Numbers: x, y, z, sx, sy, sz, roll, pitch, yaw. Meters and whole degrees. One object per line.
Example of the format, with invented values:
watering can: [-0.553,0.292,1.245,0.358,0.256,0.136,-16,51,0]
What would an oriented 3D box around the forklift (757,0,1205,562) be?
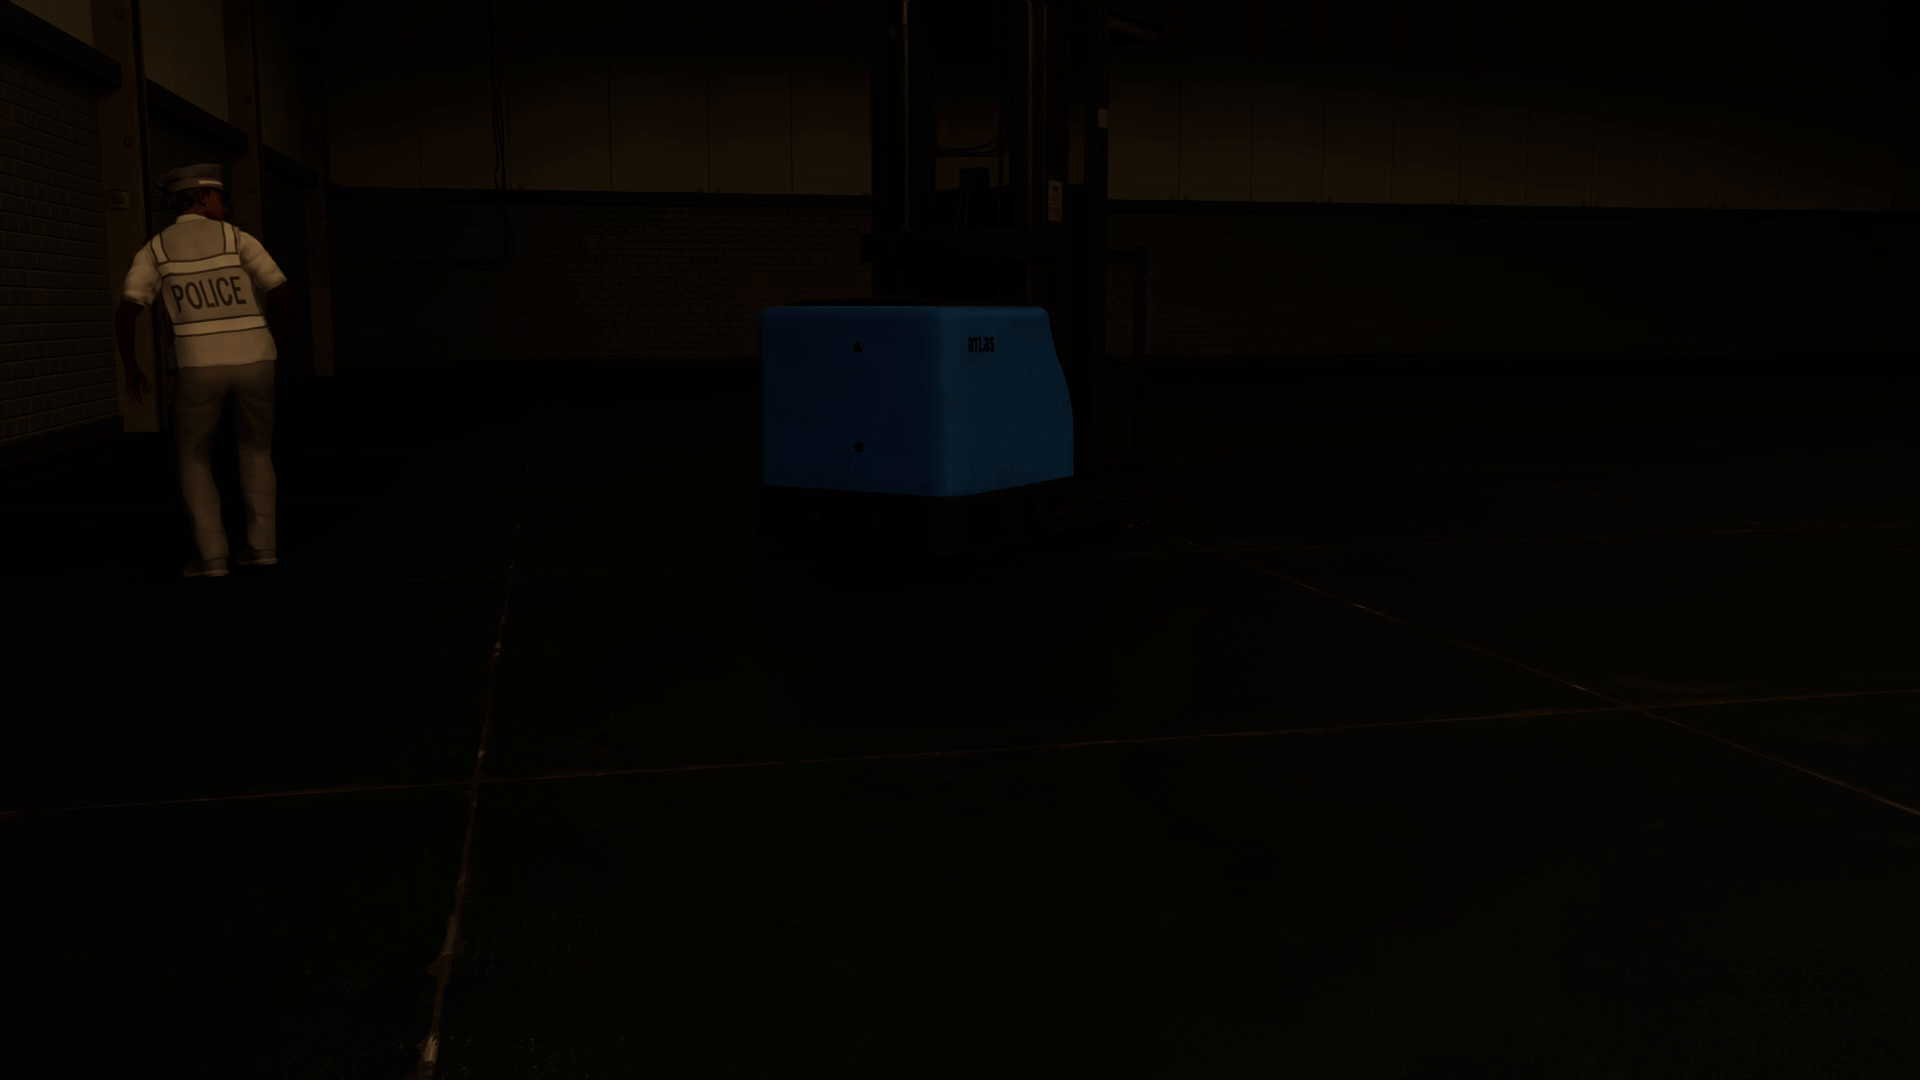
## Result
forklift: [0.310,-1.525,8.026,1.130,2.935,3.031,5,9,31]

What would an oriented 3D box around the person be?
person: [-3.003,-0.670,6.655,0.655,1.637,0.485,-5,9,-30]
